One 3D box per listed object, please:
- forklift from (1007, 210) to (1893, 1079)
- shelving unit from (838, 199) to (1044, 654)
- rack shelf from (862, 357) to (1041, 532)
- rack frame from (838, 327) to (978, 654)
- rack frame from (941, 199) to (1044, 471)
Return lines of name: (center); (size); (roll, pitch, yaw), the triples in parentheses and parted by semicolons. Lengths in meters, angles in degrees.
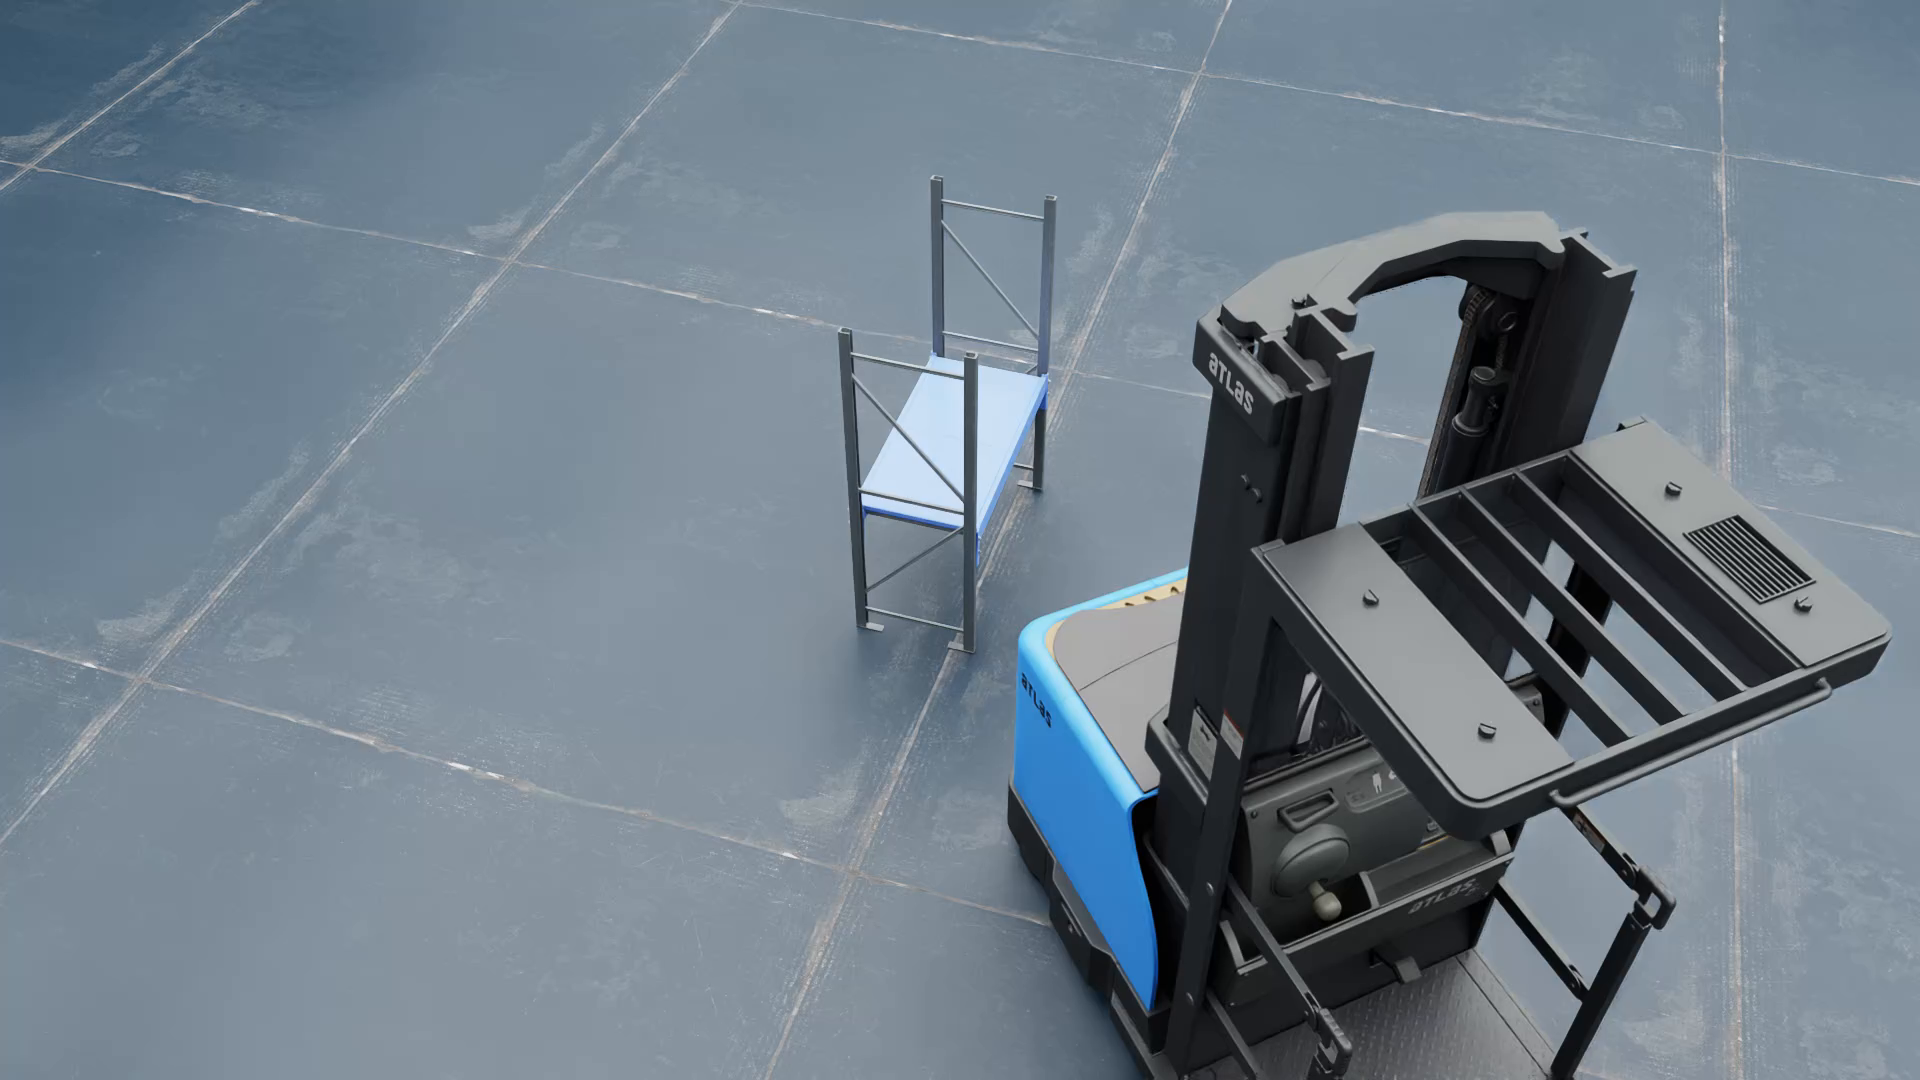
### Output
forklift: (1.243, 0.789, 4.247); (1.130, 2.935, 3.031); (-18, 47, -17)
shelving unit: (-0.027, -0.476, 6.563); (0.500, 1.500, 1.039); (13, 46, 12)
rack shelf: (-0.026, -0.398, 6.645); (0.459, 0.026, 0.952); (13, 46, 12)
rack frame: (-0.180, -0.140, 6.220); (0.500, 1.500, 0.032); (13, 46, 12)
rack frame: (0.130, -0.818, 6.912); (0.475, 1.308, 0.013); (13, 46, 12)
